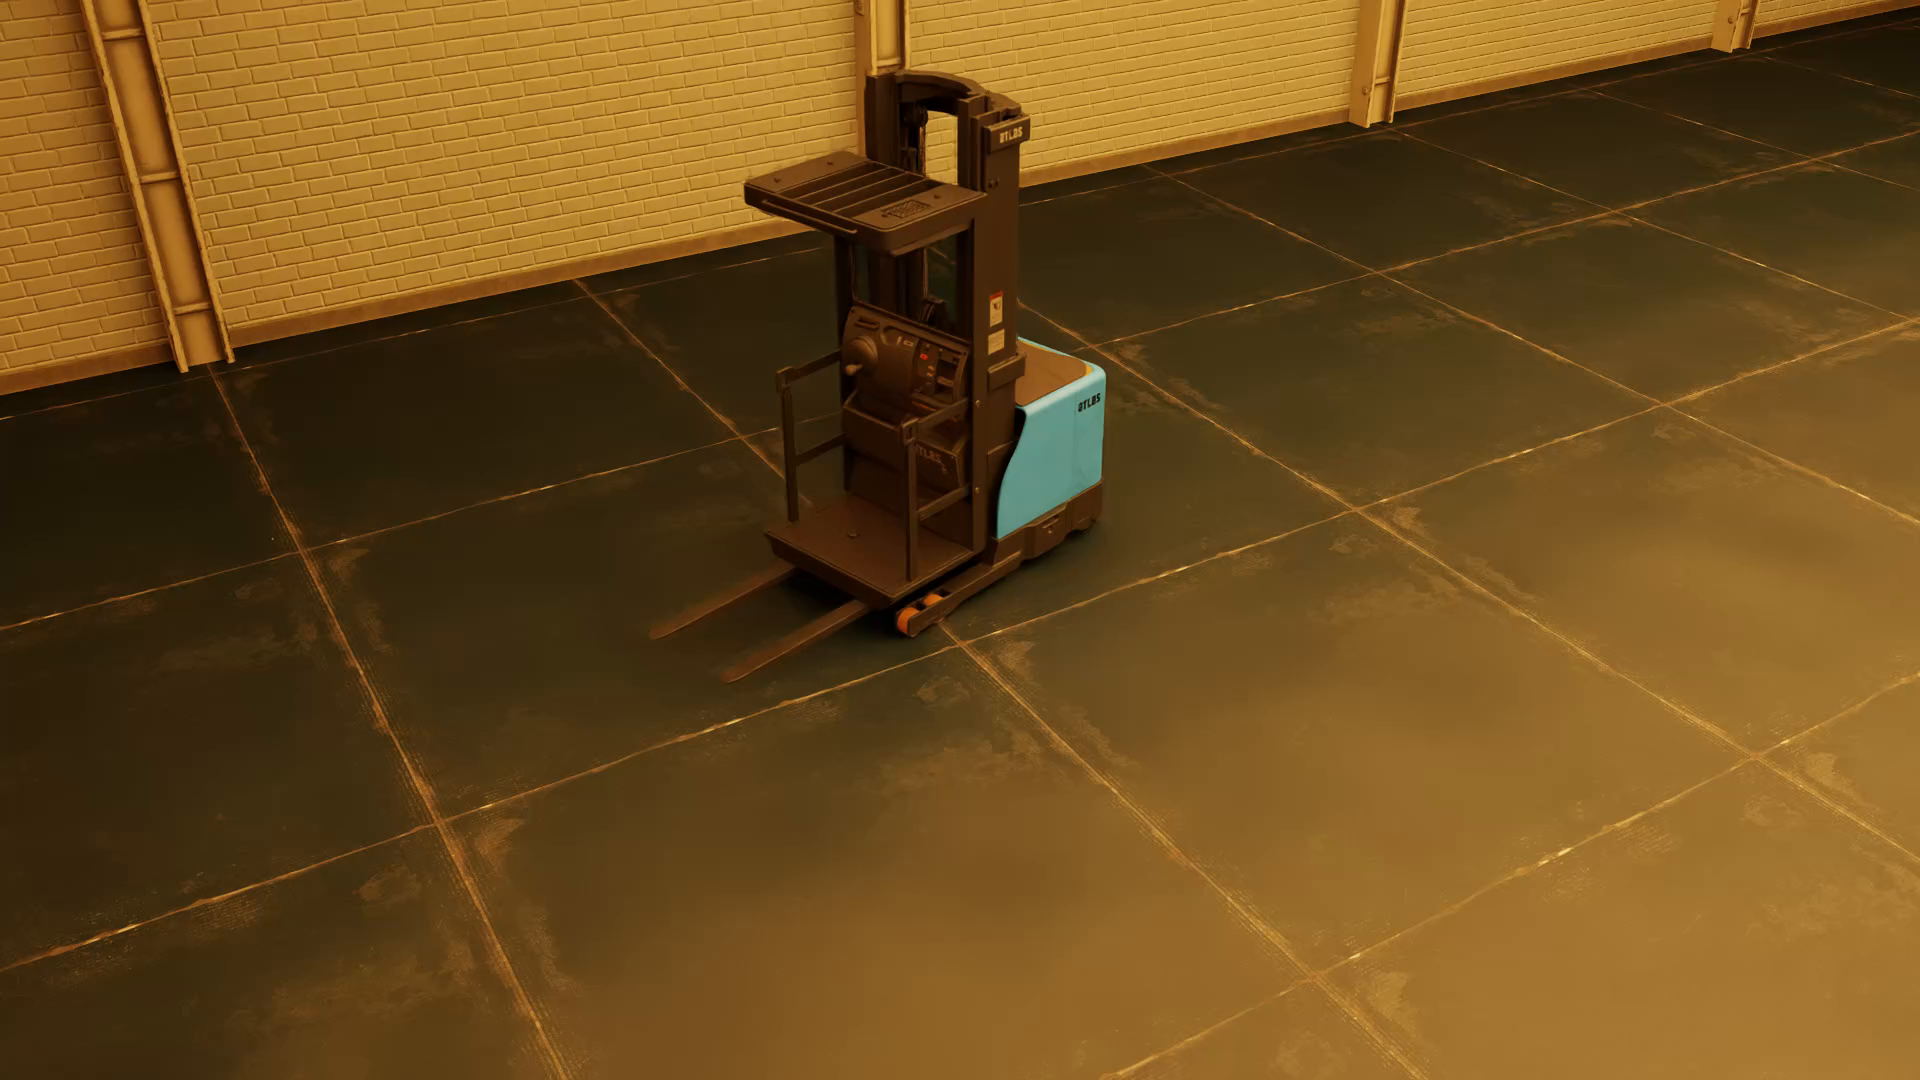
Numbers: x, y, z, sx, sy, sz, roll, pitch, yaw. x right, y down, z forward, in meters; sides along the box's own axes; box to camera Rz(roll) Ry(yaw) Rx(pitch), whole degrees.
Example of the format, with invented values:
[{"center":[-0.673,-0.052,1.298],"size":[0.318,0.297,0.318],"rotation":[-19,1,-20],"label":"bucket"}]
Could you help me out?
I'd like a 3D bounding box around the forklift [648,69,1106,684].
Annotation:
[{"center":[-0.458,-0.997,9.312],"size":[1.130,2.935,3.031],"rotation":[25,39,35],"label":"forklift"}]
